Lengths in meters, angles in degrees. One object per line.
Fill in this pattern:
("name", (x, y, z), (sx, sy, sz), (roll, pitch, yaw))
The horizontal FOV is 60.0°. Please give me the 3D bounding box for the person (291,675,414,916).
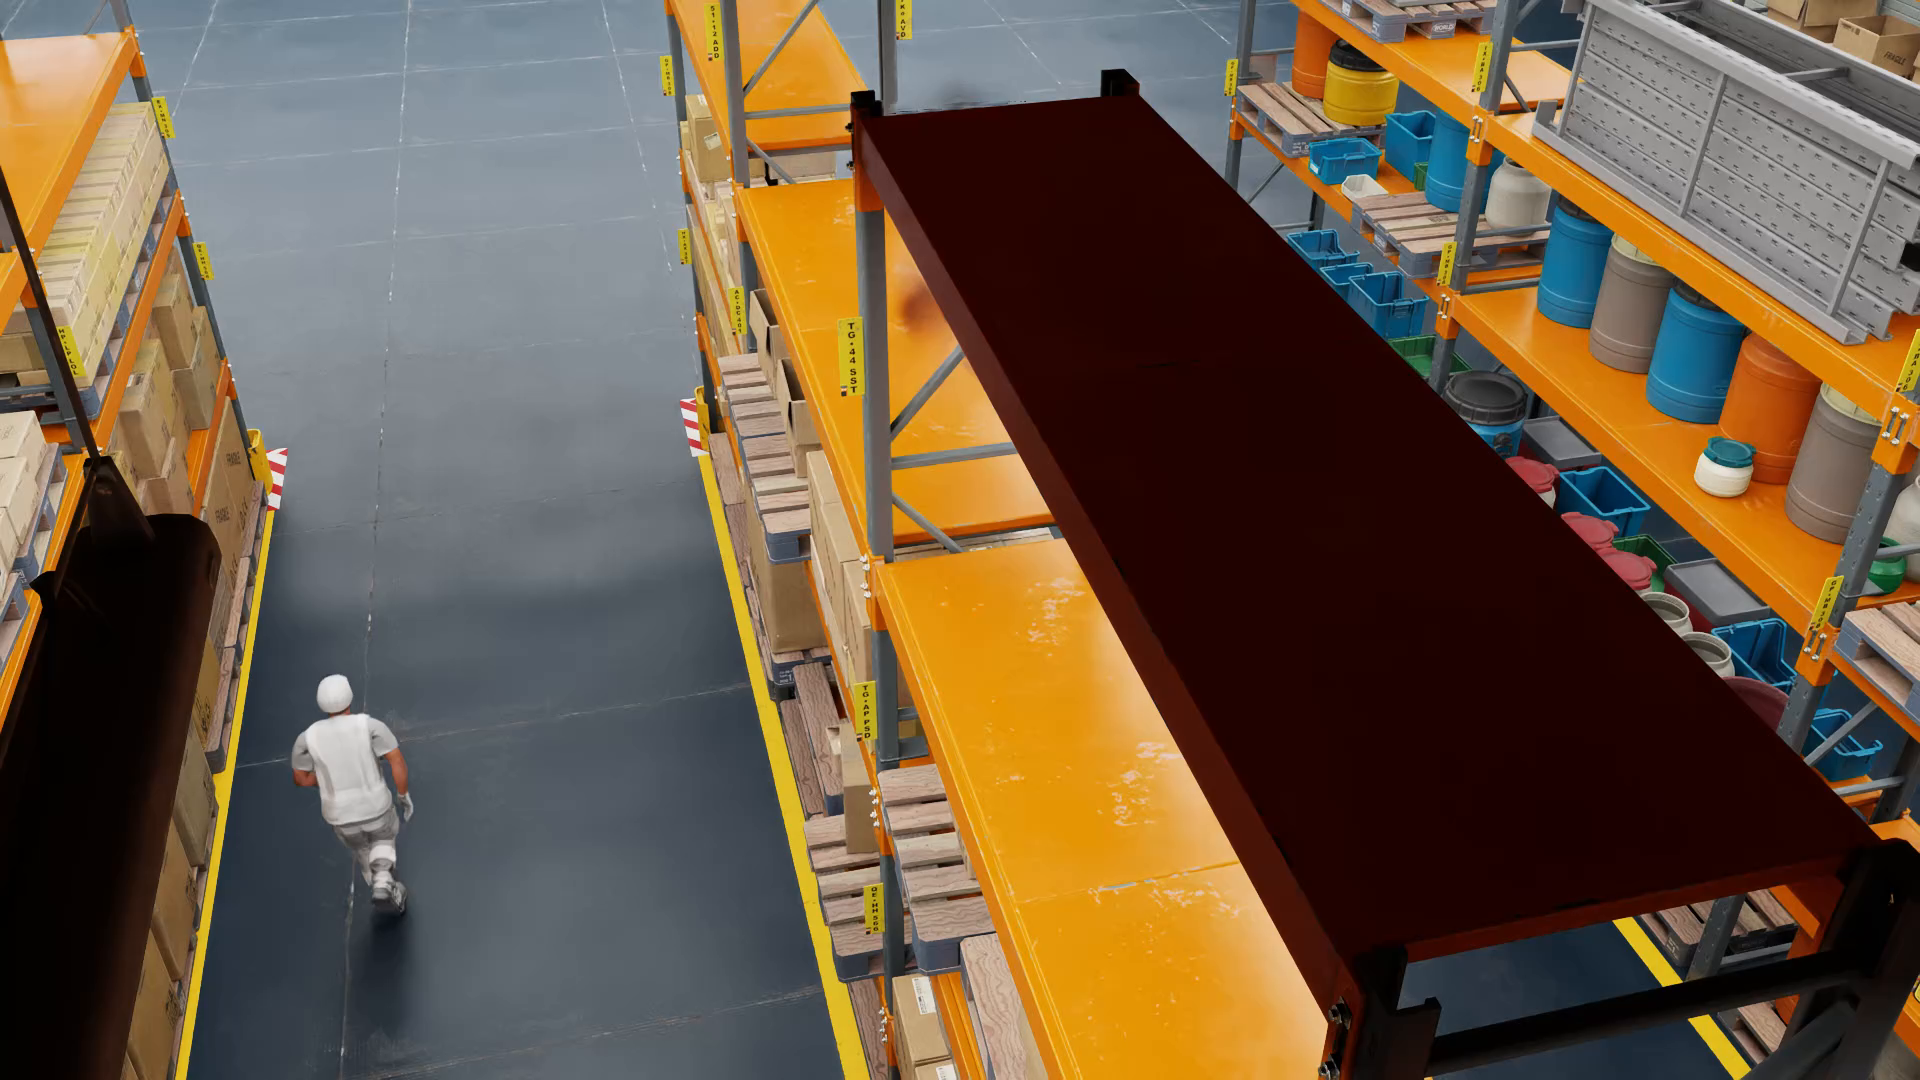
("person", (-3.671, 1.659, 10.192), (0.654, 1.711, 0.771), (-12, 36, -17))
